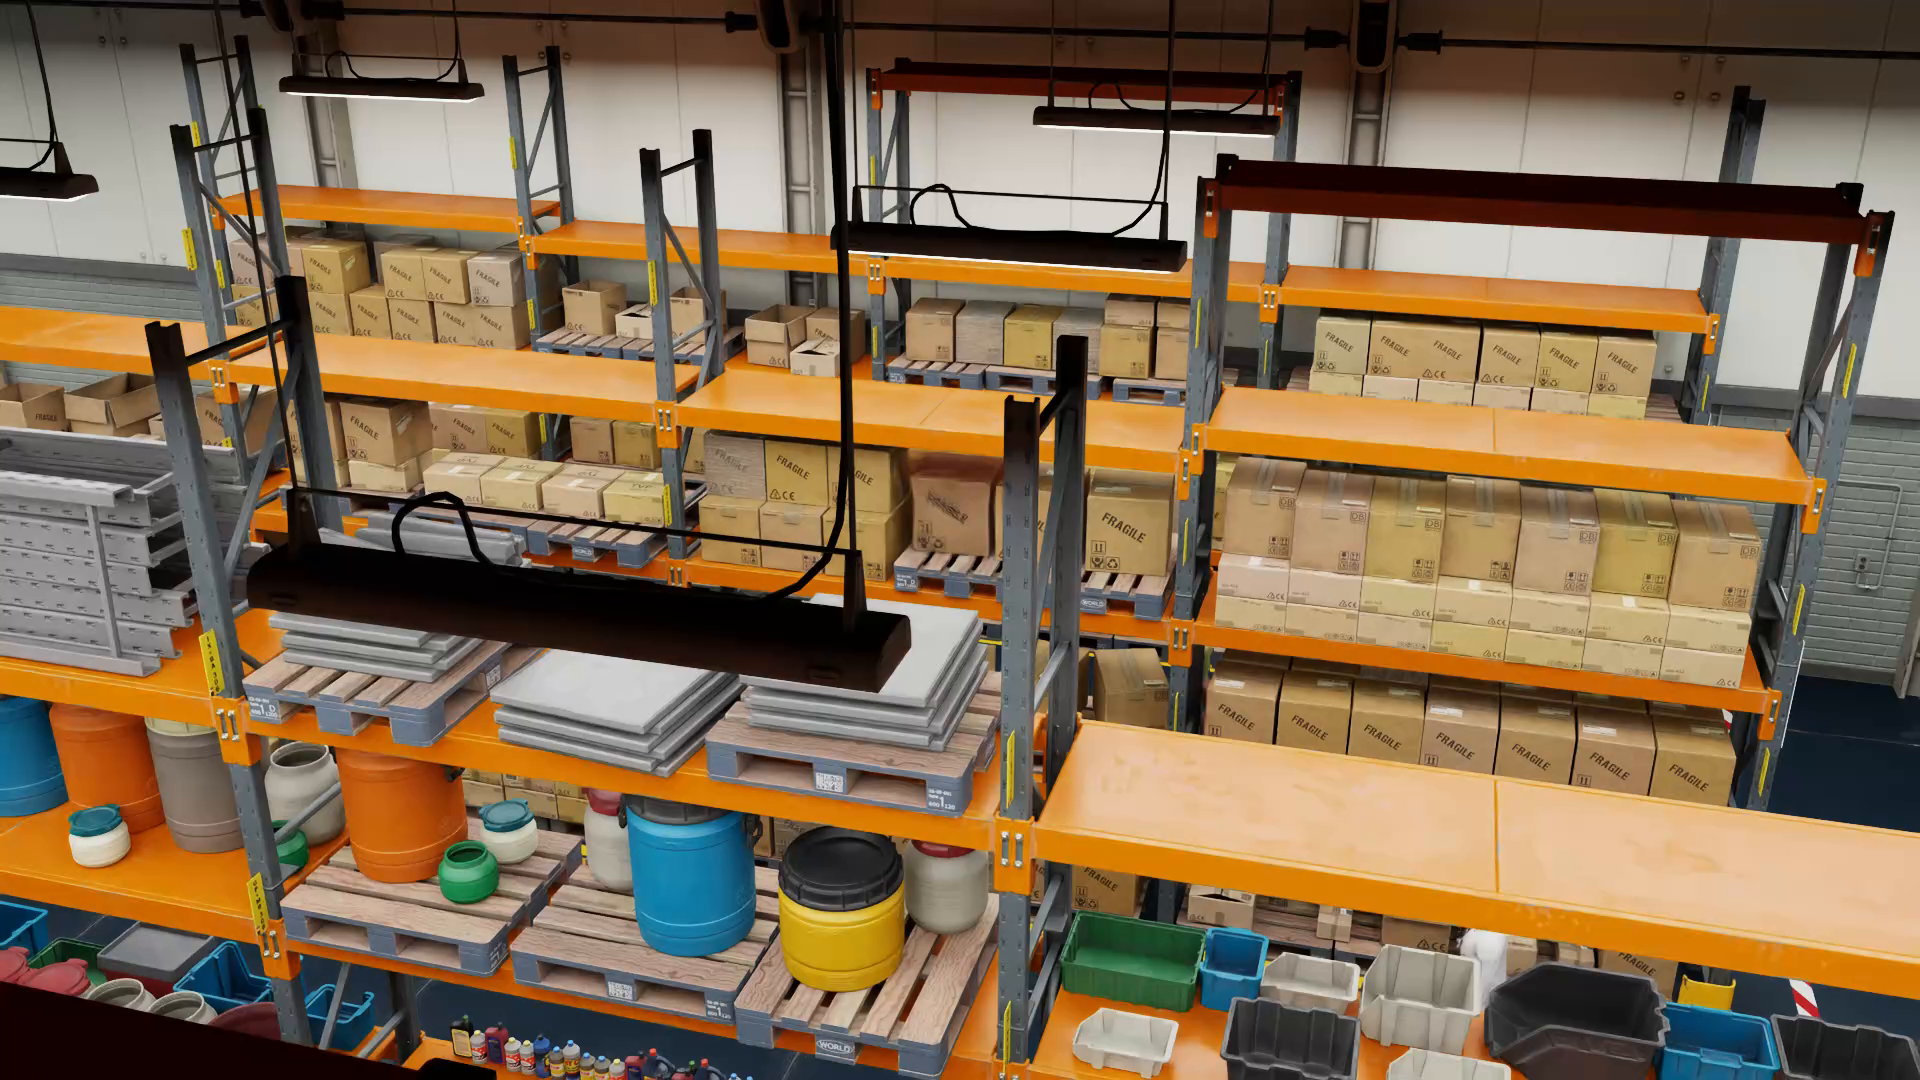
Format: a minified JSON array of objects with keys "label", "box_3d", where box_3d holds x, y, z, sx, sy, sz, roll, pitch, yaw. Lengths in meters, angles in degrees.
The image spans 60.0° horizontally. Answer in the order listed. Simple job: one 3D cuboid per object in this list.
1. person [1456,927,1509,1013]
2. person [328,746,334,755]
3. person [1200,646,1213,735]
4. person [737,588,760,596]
[{"label":"person","box_3d":[3.575,3.064,11.125,1.080,1.728,0.581,5,23,12]},{"label":"person","box_3d":[-5.087,2.078,13.603,0.630,1.689,0.597,13,26,29]},{"label":"person","box_3d":[2.143,1.267,15.257,0.490,1.514,0.624,-20,30,-39]},{"label":"person","box_3d":[-2.290,0.397,17.621,0.949,1.607,0.497,1,23,3]}]
